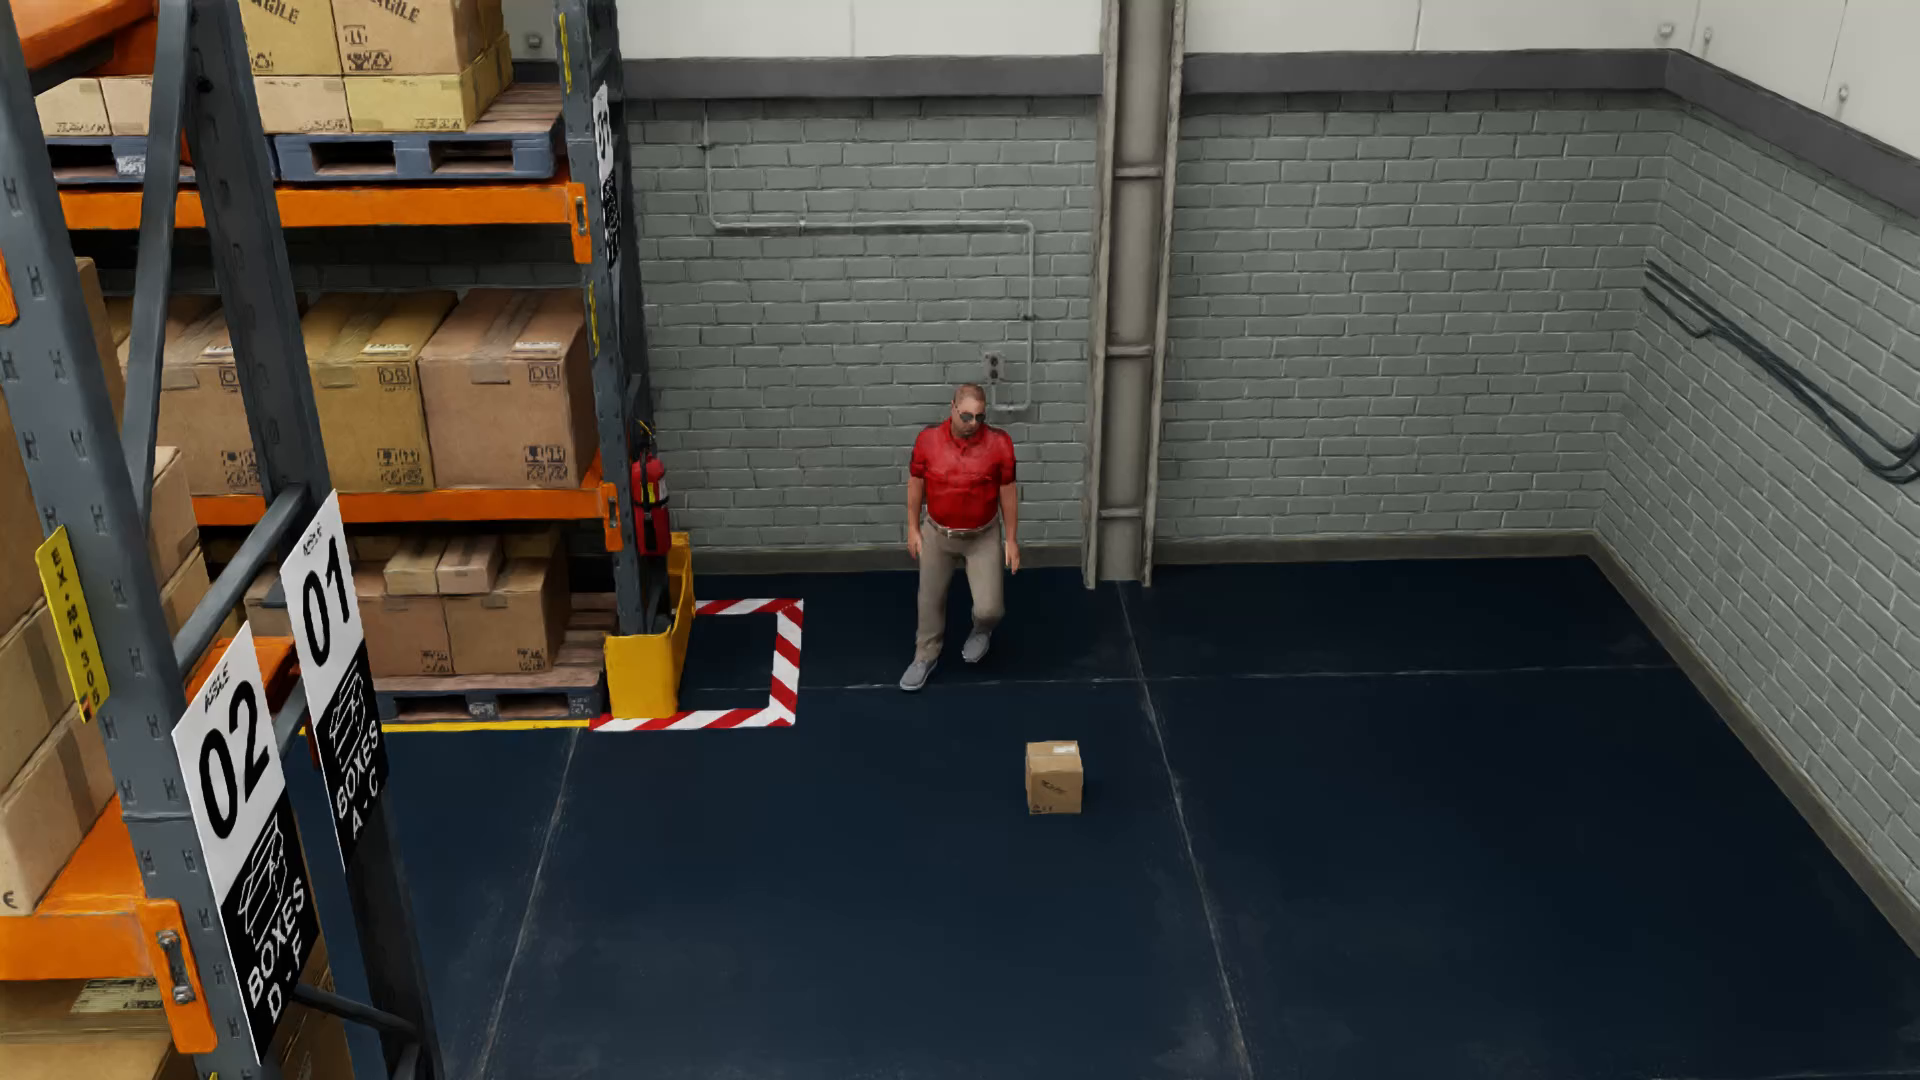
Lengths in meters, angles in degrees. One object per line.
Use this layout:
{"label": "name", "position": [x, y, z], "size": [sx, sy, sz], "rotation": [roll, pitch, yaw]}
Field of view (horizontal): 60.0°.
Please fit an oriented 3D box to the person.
{"label": "person", "position": [0.012, -0.041, 8.686], "size": [0.631, 1.718, 0.518], "rotation": [4, 28, 7]}
